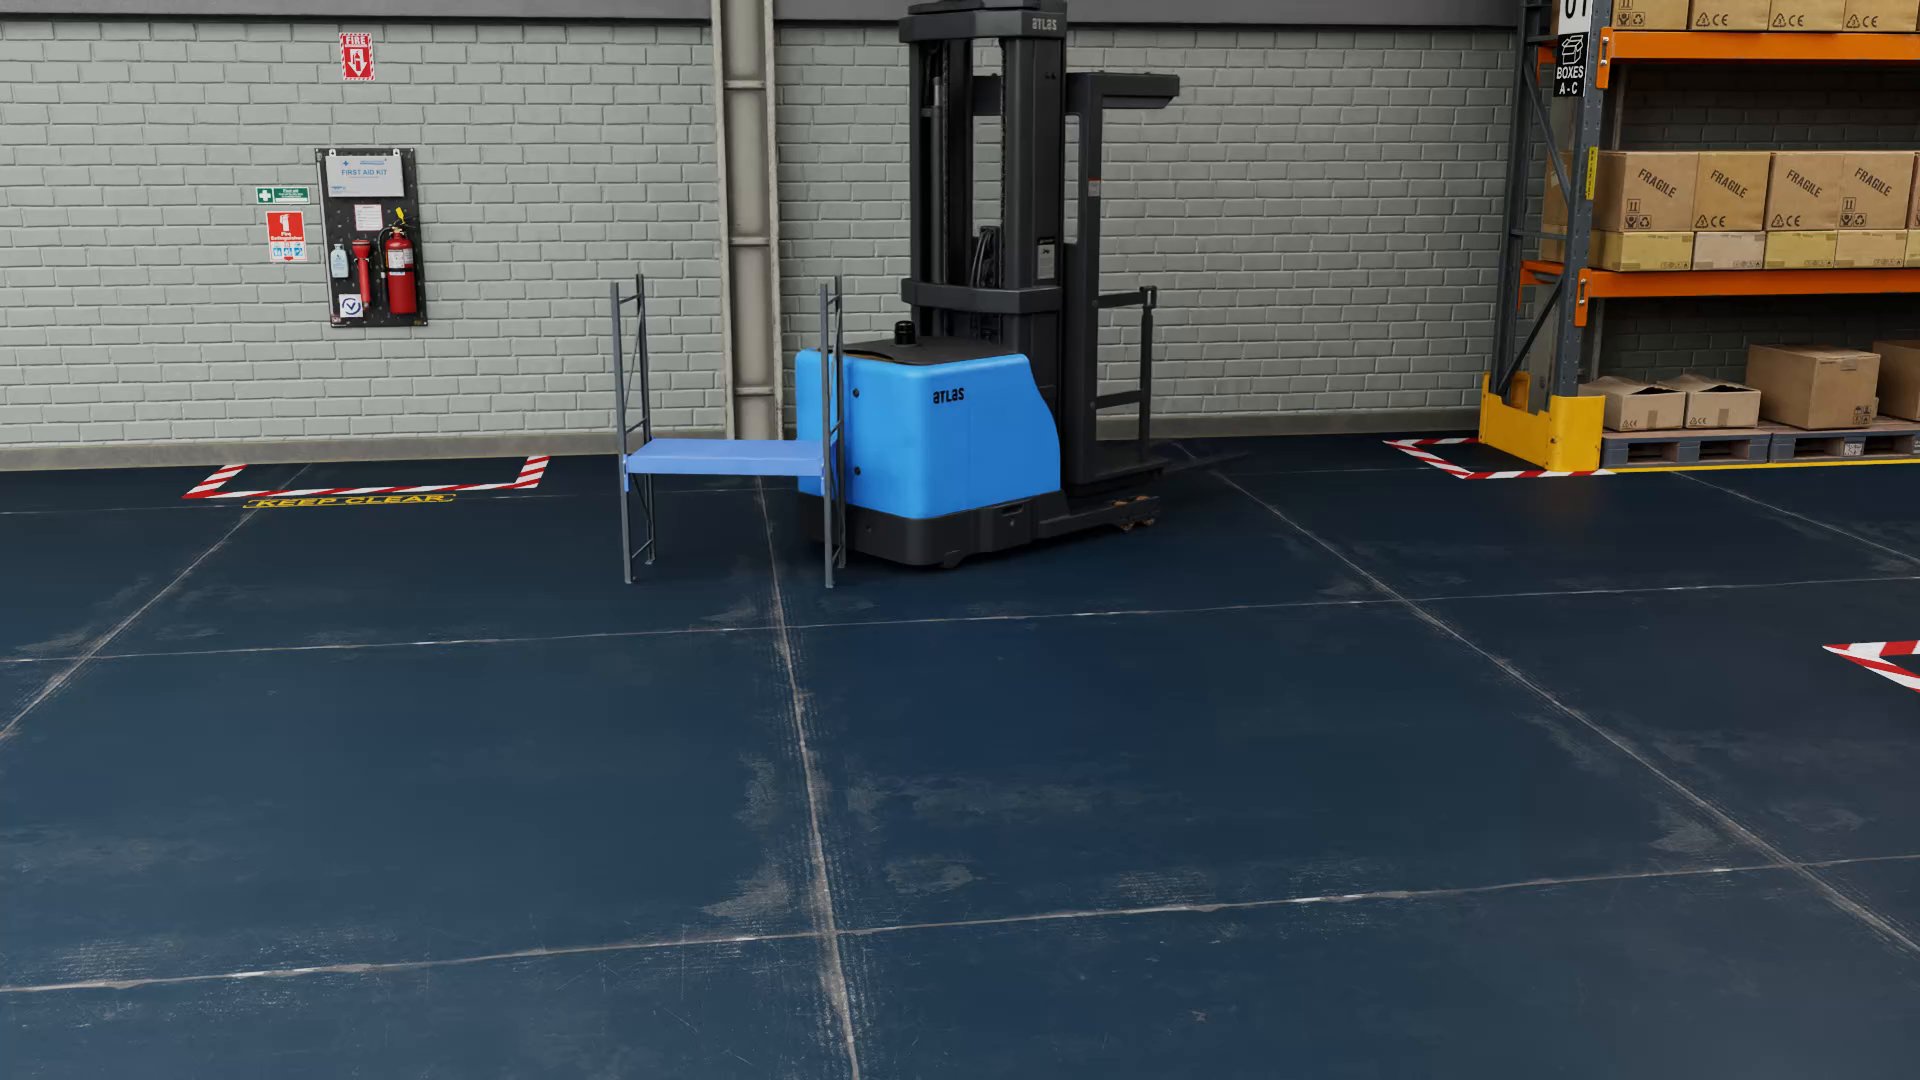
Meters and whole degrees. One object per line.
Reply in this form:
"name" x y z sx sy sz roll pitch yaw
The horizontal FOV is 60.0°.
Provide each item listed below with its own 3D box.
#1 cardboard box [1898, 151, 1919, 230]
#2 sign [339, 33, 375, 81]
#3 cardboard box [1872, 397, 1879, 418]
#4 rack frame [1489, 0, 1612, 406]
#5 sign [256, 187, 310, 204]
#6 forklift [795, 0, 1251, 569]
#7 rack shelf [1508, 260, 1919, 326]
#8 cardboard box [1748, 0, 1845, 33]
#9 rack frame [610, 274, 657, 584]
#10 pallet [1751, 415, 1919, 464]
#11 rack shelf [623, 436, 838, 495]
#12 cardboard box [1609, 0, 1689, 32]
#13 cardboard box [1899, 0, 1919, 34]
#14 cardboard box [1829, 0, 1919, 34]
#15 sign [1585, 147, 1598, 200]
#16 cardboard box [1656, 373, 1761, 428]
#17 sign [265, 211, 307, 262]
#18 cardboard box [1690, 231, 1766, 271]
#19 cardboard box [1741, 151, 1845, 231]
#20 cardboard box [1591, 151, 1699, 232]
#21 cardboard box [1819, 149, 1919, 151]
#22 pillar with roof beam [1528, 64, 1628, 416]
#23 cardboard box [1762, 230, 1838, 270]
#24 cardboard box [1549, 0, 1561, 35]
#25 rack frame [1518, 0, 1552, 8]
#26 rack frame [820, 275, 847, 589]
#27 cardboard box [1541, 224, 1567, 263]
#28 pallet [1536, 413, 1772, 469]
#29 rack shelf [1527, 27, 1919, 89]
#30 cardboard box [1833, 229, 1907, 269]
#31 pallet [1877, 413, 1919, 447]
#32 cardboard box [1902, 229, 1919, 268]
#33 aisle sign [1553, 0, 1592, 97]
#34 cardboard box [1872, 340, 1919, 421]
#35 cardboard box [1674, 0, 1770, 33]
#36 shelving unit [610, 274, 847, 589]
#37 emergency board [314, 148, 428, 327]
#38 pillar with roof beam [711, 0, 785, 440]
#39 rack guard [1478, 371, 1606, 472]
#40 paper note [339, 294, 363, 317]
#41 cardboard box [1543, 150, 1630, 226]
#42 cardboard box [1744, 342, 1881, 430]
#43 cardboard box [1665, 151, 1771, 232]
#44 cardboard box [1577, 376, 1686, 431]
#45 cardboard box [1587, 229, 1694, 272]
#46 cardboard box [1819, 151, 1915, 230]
"cardboard box" 6.479 -2.365 11.210 0.500 0.500 0.500 -3 14 -10
"sign" -3.905 -3.129 10.768 0.199 0.298 0.001 -2 14 -8
"cardboard box" 6.308 -0.968 11.872 0.250 0.149 0.380 -3 14 -13
"rack frame" 3.937 -2.046 11.212 0.127 3.000 1.000 -2 14 -8
"sign" -4.438 -2.258 10.898 0.331 0.109 0.001 -2 14 -8
"forklift" 0.516 -1.558 9.411 3.031 2.935 1.130 -13 19 -42
"rack shelf" 5.915 -1.769 11.589 4.000 0.370 1.077 -2 14 -8
"cardboard box" 5.354 -3.541 10.763 0.500 0.500 0.500 -1 14 -6
"rack frame" -1.645 -0.567 8.398 0.032 1.500 0.500 1 14 5
"pallet" 6.025 -0.760 11.819 1.213 0.211 1.003 -2 14 -8
"rack shelf" -1.138 -0.382 8.402 1.000 0.185 0.538 1 14 5
"cardboard box" 4.305 -3.511 10.641 0.500 0.500 0.500 -2 14 -7
"cardboard box" 6.386 -3.581 10.923 0.500 0.500 0.500 -3 14 -11
"cardboard box" 5.881 -3.566 10.861 0.500 0.500 0.500 -1 14 -5
"sign" 4.018 -2.335 10.587 0.005 0.325 0.100 -2 14 -8
"cardboard box" 5.199 -0.979 11.582 0.500 0.311 0.500 -1 14 -4
"sign" -4.444 -2.003 10.970 0.234 0.329 0.001 -2 14 -8
"cardboard box" 4.978 -1.946 11.083 0.500 0.250 0.500 -3 14 -10
"cardboard box" 5.456 -2.324 11.048 0.500 0.500 0.500 -3 14 -10
"cardboard box" 4.454 -2.291 10.918 0.500 0.500 0.500 -2 14 -8
"cardboard box" 6.391 -2.490 11.709 0.500 0.500 0.500 -2 14 -7
"pillar with roof beam" 5.142 -4.153 7.284 0.400 9.000 9.100 -2 14 -8
"cardboard box" 5.483 -1.963 11.151 0.500 0.250 0.500 -2 14 -9
"cardboard box" 4.312 -3.635 11.136 0.500 0.500 0.500 -1 14 -4
"rack frame" 3.937 -4.956 10.482 0.127 3.000 1.000 -2 14 -8
"rack frame" -0.631 -0.546 8.318 0.032 1.500 0.500 1 14 5
"cardboard box" 4.371 -2.046 11.482 0.500 0.250 0.500 -2 14 -7
"pallet" 4.821 -0.717 11.646 1.213 0.211 1.003 -2 14 -8
"rack shelf" 5.915 -3.224 11.224 4.000 0.370 1.077 -2 14 -8
"cardboard box" 5.983 -1.981 11.222 0.500 0.250 0.500 -2 14 -8
"pallet" 7.234 -0.805 11.998 1.213 0.211 1.003 -2 14 -8
"cardboard box" 6.480 -1.999 11.295 0.500 0.250 0.500 -2 14 -9
"aisle sign" 3.911 -3.232 10.598 0.004 0.787 0.394 -2 14 -8
"cardboard box" 6.872 -1.144 11.852 0.500 0.500 0.500 -3 14 -13
"cardboard box" 4.842 -3.522 10.685 0.500 0.500 0.500 -1 14 -5
"shelving unit" -1.138 -0.557 8.358 1.048 1.500 0.538 1 14 5
"emergency board" -3.882 -1.981 10.956 0.643 1.169 0.194 -2 14 -8
"pillar with roof beam" -0.791 -3.936 6.417 0.400 9.000 9.100 -2 14 -8
"rack guard" 4.012 -0.836 11.527 0.348 0.500 1.175 -2 14 -8
"paper note" -4.067 -1.564 11.103 0.142 0.148 0.016 -2 14 -8
"cardboard box" 4.372 -2.415 11.409 0.500 0.500 0.500 -2 14 -9
"cardboard box" 5.931 -1.085 11.617 0.500 0.500 0.700 -3 14 -12
"cardboard box" 4.944 -2.307 10.979 0.500 0.500 0.500 -2 14 -8
"cardboard box" 4.635 -0.958 11.499 0.500 0.311 0.500 -4 15 -15
"cardboard box" 4.467 -1.924 10.994 0.500 0.250 0.500 -3 14 -10
"cardboard box" 5.965 -2.346 11.134 0.500 0.500 0.500 -2 14 -7
